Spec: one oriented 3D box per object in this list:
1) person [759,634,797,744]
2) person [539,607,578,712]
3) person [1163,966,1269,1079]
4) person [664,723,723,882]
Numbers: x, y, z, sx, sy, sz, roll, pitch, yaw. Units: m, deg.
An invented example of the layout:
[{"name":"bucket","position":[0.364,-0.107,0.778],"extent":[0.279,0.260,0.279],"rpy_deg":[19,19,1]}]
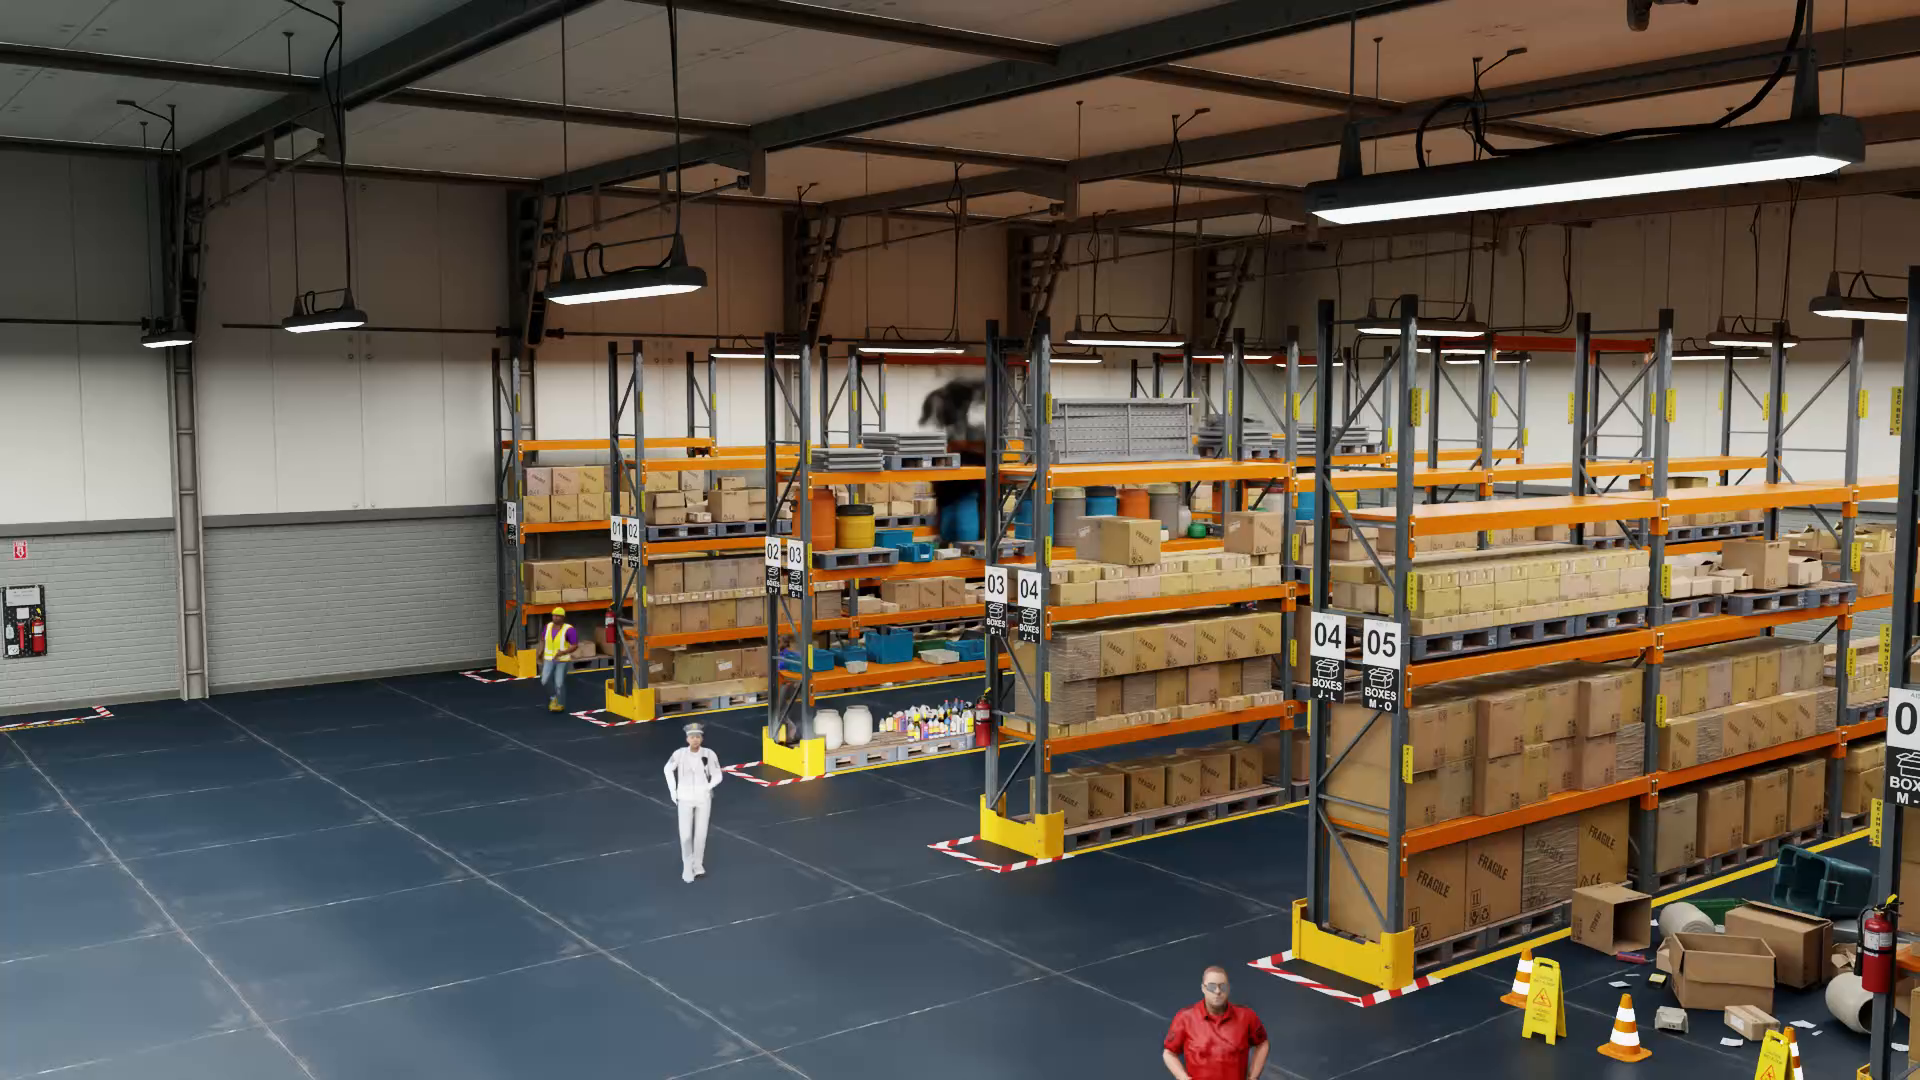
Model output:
[{"name":"person","position":[-2.660,2.201,24.453],"extent":[0.572,1.618,0.563],"rpy_deg":[-5,7,-42]},{"name":"person","position":[-6.513,1.936,26.886],"extent":[0.700,1.718,0.564],"rpy_deg":[1,5,10]},{"name":"person","position":[1.560,3.436,10.091],"extent":[0.655,1.678,0.610],"rpy_deg":[0,5,5]},{"name":"person","position":[-2.829,2.791,17.670],"extent":[0.613,1.727,0.572],"rpy_deg":[-1,5,-9]}]
